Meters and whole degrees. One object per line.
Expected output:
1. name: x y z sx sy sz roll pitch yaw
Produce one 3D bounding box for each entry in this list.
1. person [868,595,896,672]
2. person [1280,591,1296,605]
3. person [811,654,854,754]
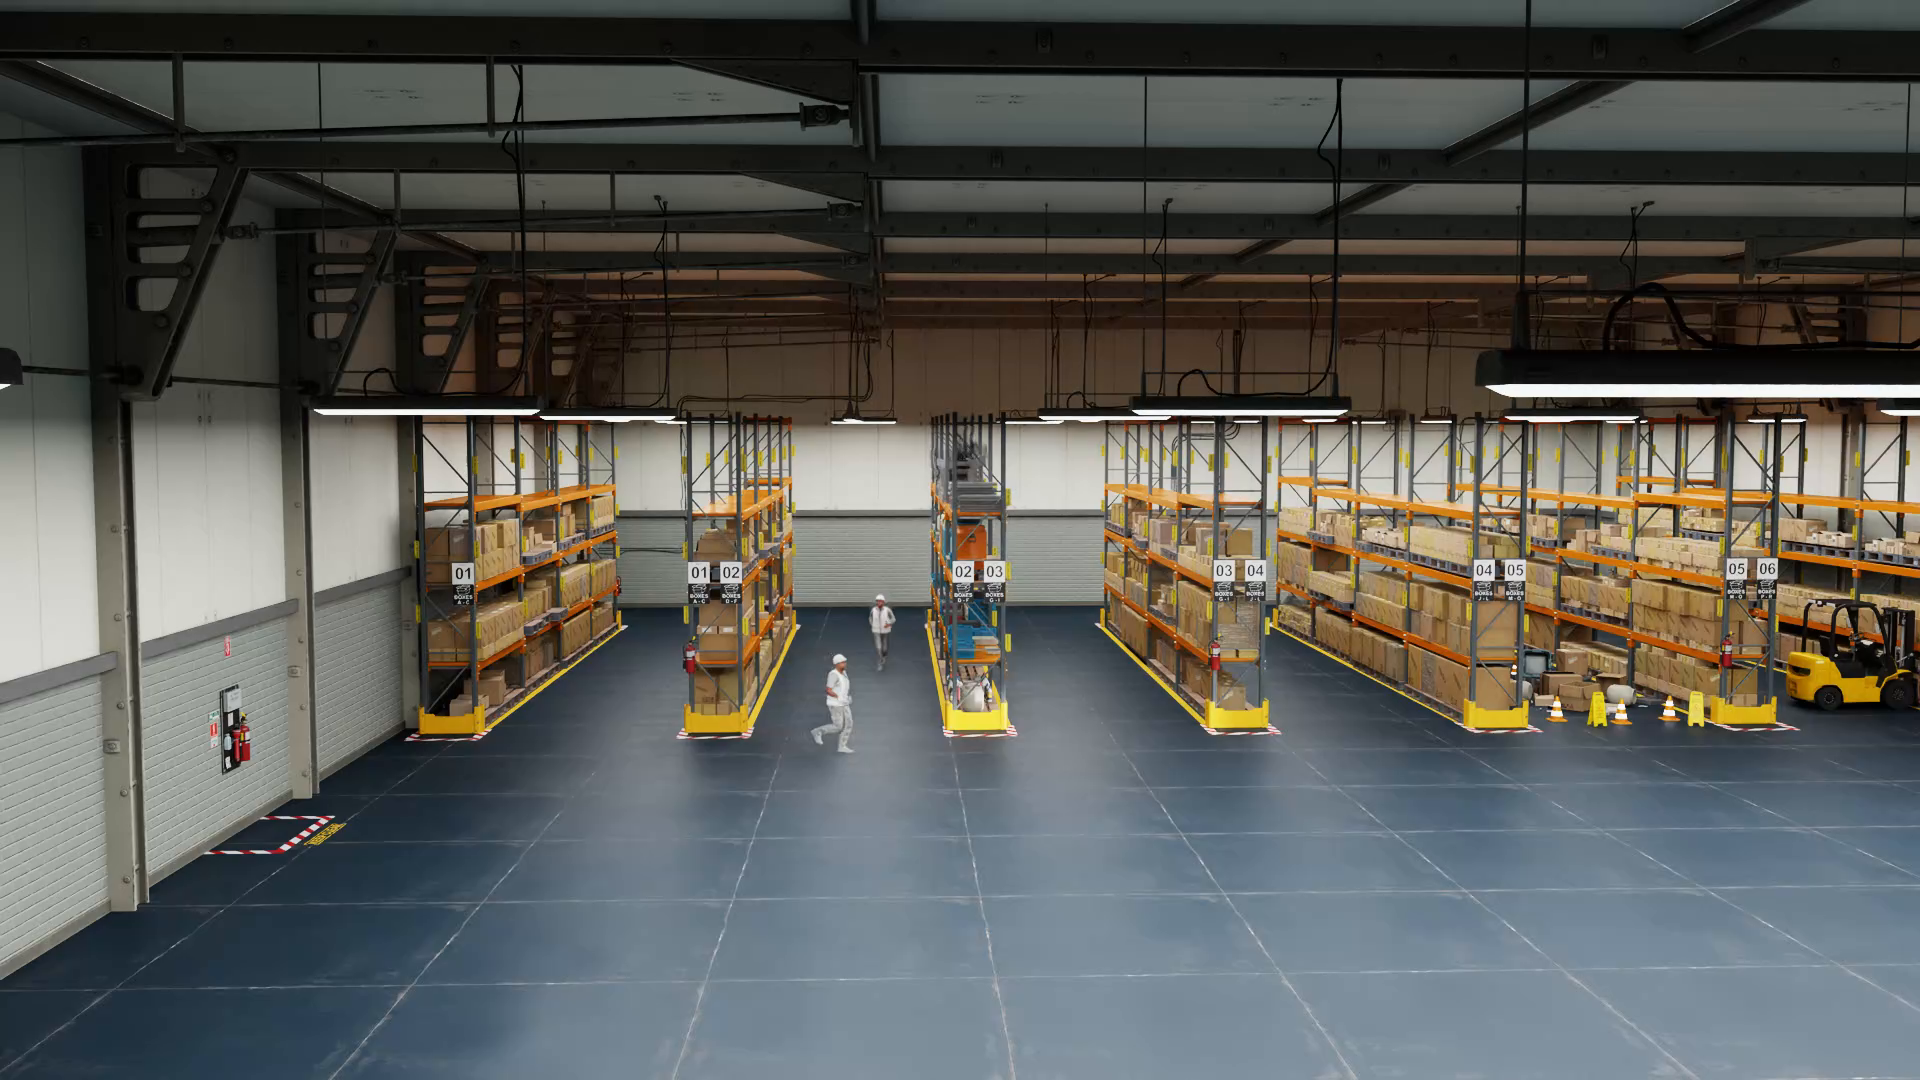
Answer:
1. person: -1.847 2.182 39.270 0.656 1.772 0.800 0 4 2
2. person: 9.738 1.592 49.128 0.540 1.624 0.583 2 4 30
3. person: -2.211 2.871 29.203 0.790 1.748 0.676 1 4 17
